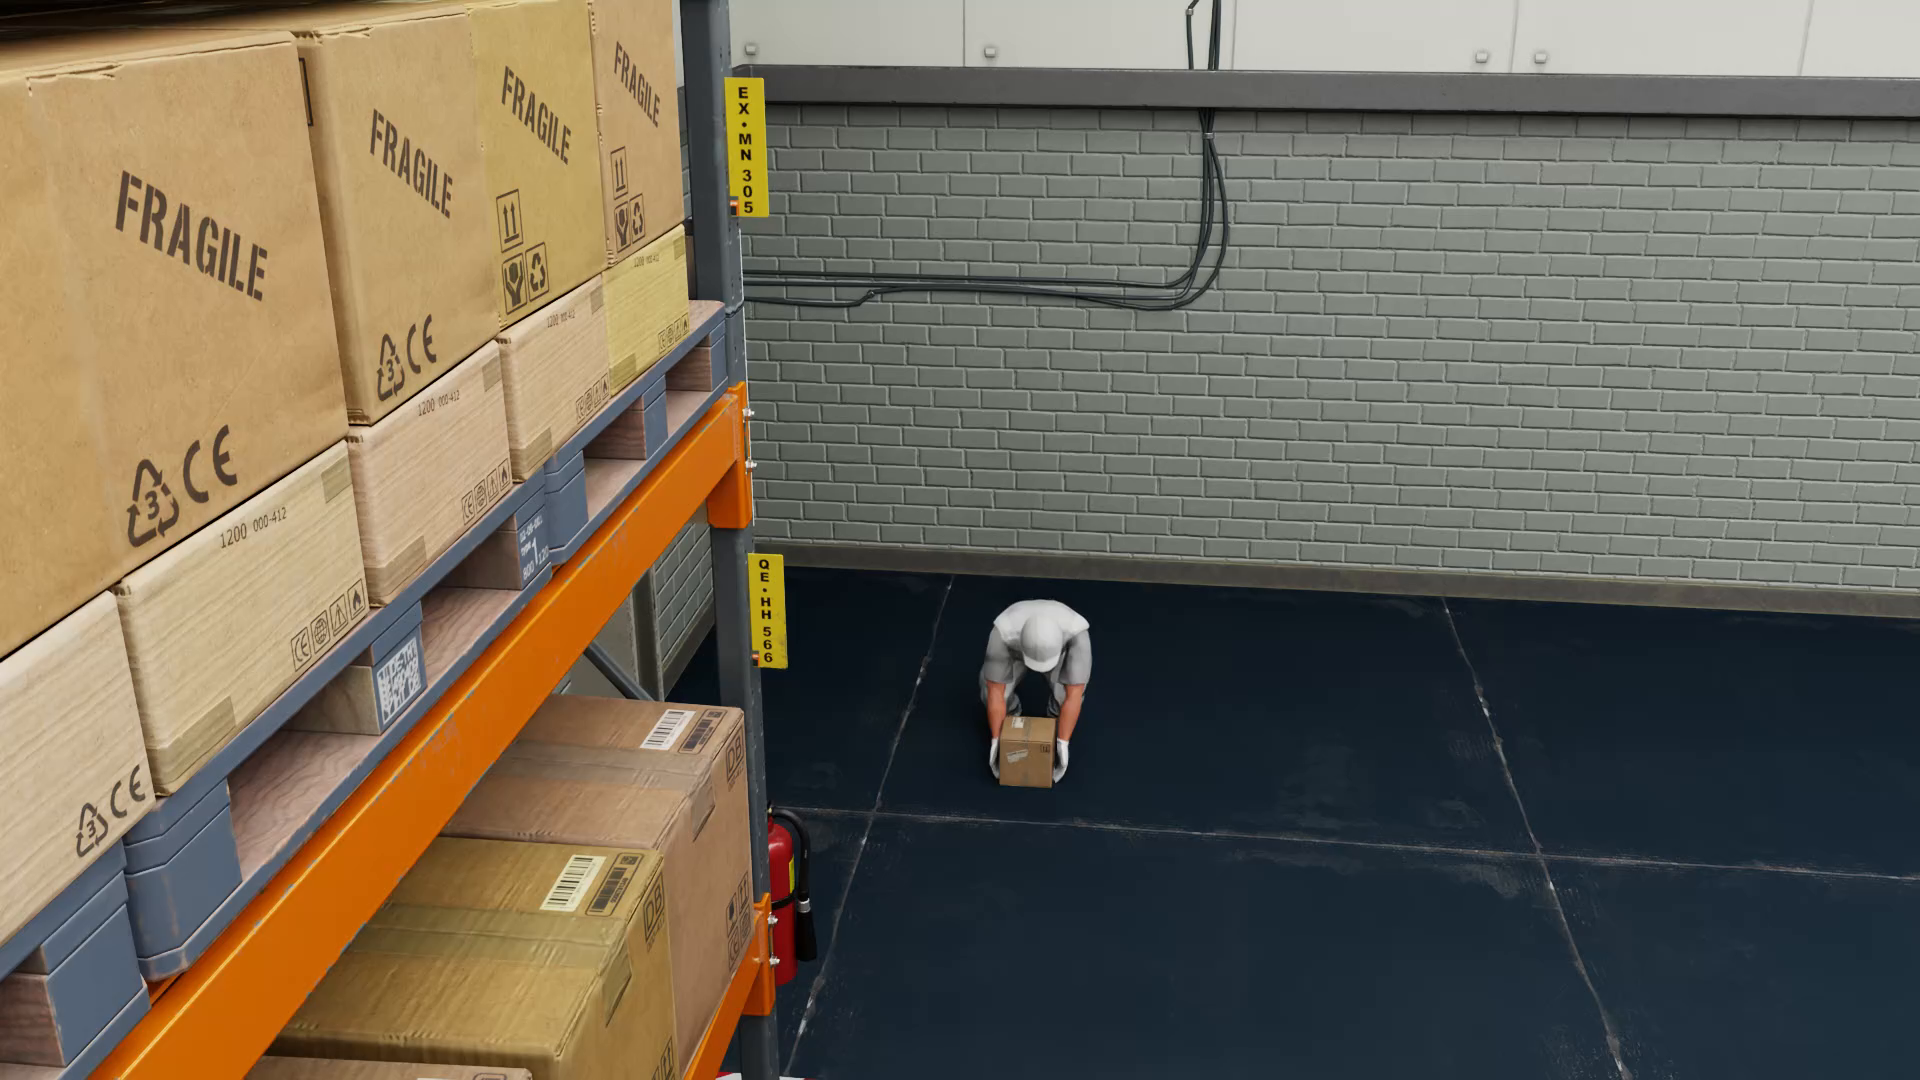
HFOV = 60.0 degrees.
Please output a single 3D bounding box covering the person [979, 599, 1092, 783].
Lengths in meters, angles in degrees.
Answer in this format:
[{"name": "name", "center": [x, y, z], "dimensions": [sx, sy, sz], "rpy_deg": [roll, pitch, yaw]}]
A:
[{"name": "person", "center": [0.375, 0.637, 8.221], "dimensions": [0.563, 0.880, 0.890], "rpy_deg": [2, 21, 6]}]
